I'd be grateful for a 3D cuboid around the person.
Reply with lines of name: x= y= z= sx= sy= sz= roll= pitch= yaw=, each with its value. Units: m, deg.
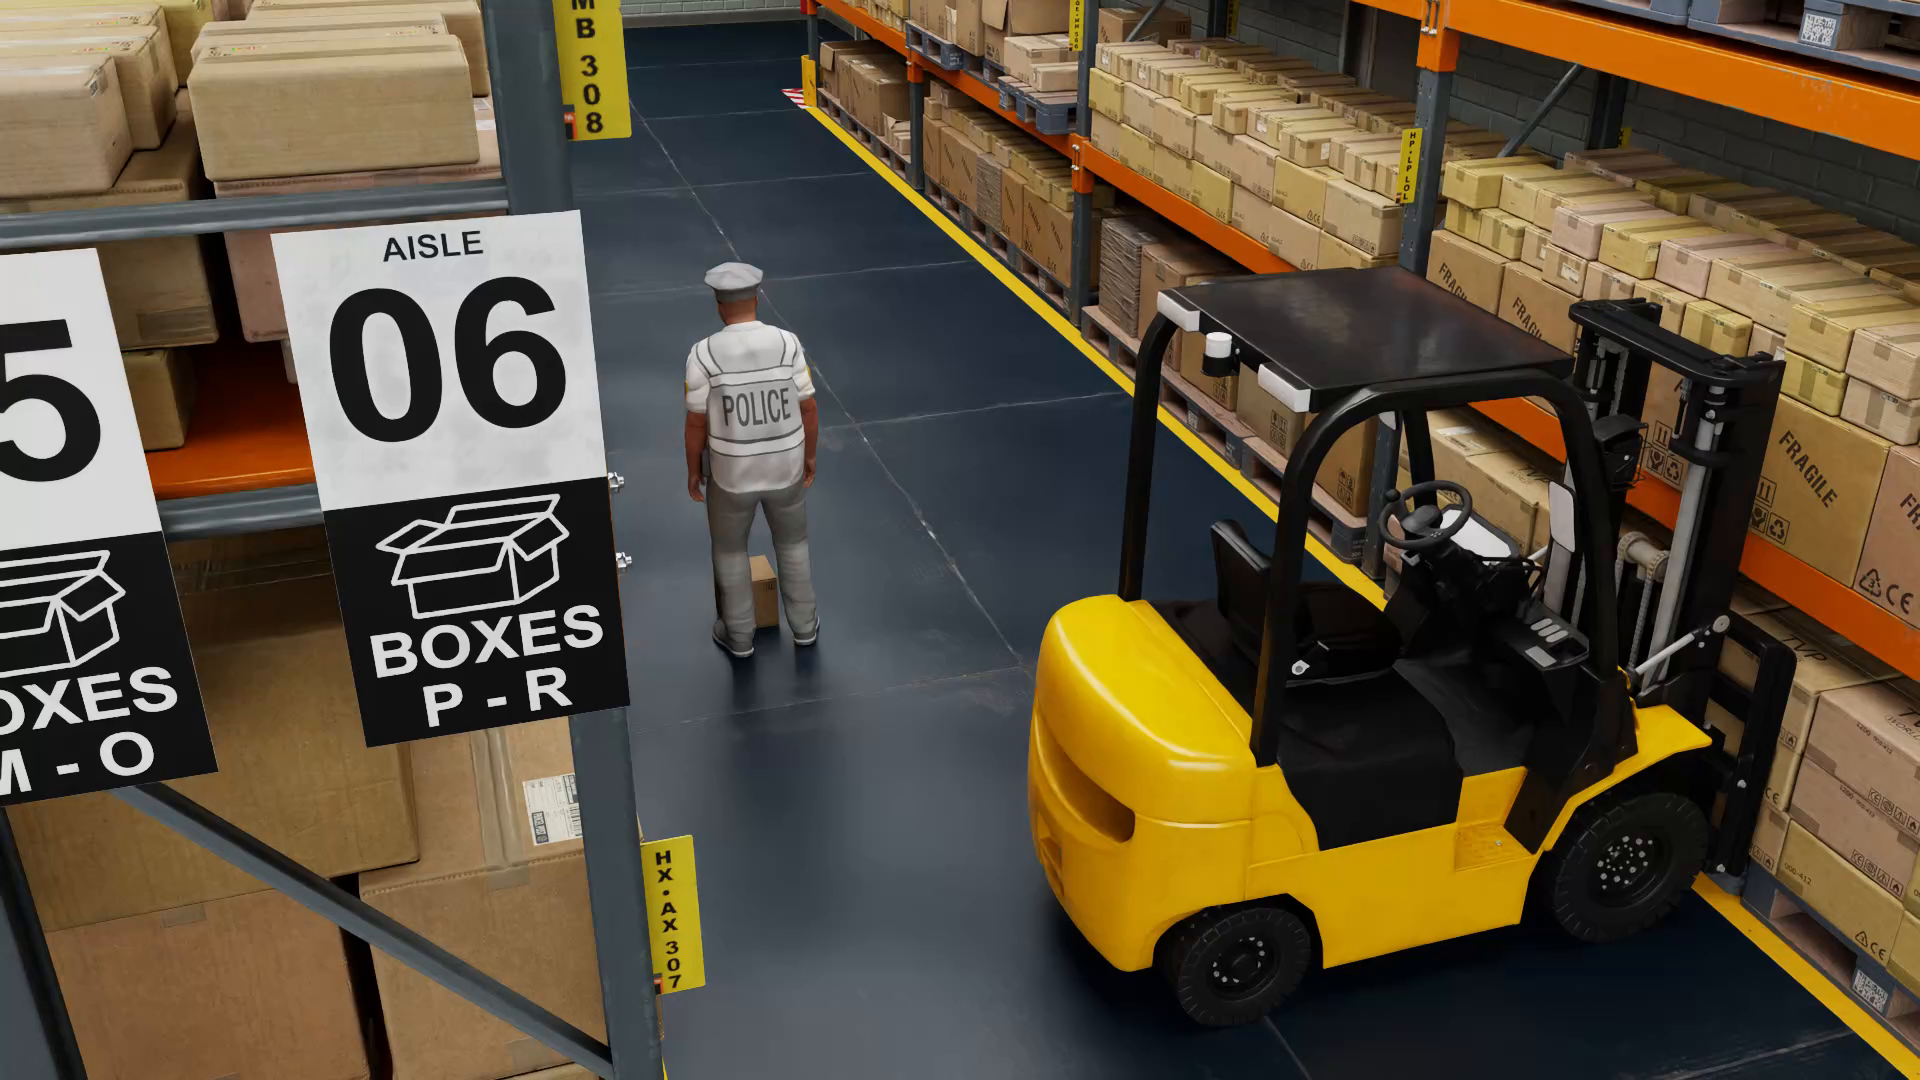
person: x=-0.897 y=-0.312 z=7.239 sx=0.585 sy=1.749 sz=0.439 roll=-8 pitch=27 yaw=-17
